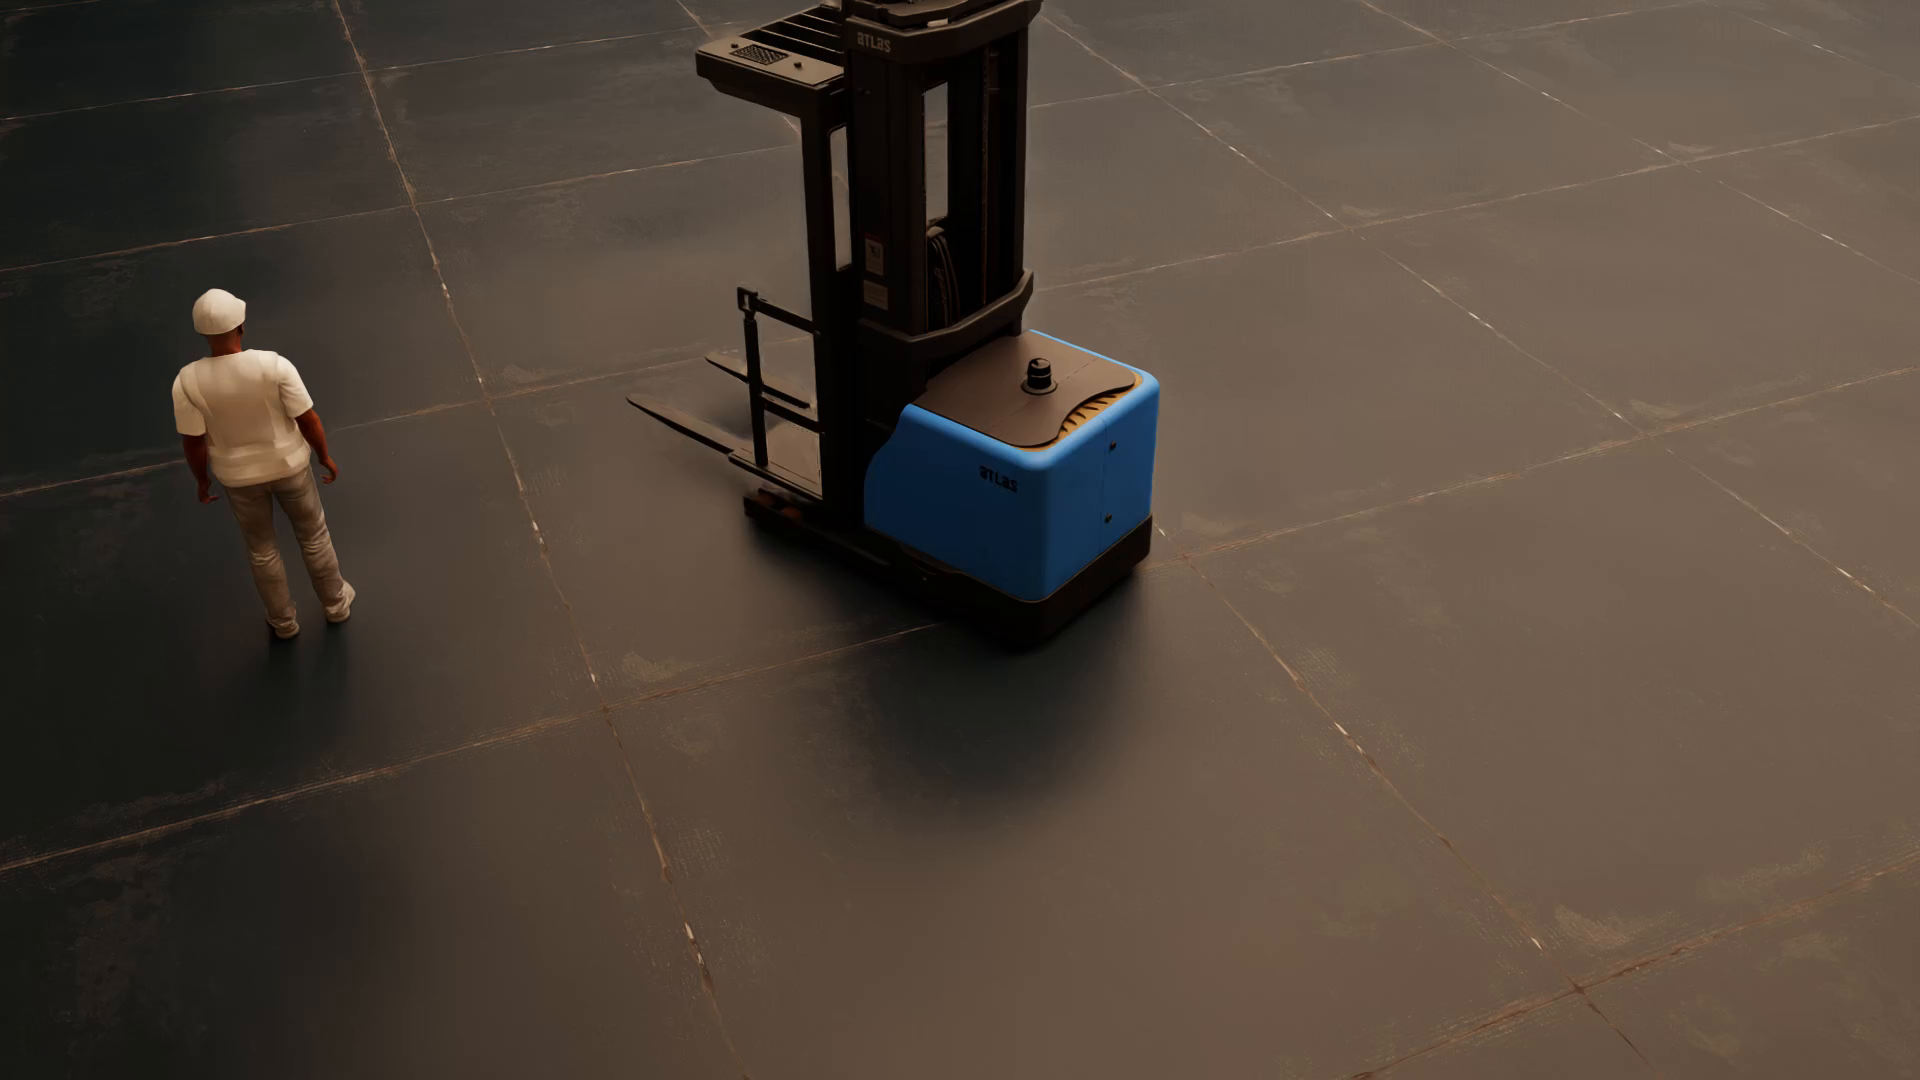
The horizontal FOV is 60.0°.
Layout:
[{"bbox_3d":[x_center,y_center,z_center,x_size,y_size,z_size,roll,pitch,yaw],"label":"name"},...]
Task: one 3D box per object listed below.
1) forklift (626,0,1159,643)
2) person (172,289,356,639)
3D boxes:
[{"bbox_3d":[-0.502,-1.416,8.089,3.031,2.935,1.130,25,42,31],"label":"forklift"},{"bbox_3d":[-3.176,-0.344,7.589,0.614,1.771,0.387,-13,37,-17],"label":"person"}]
